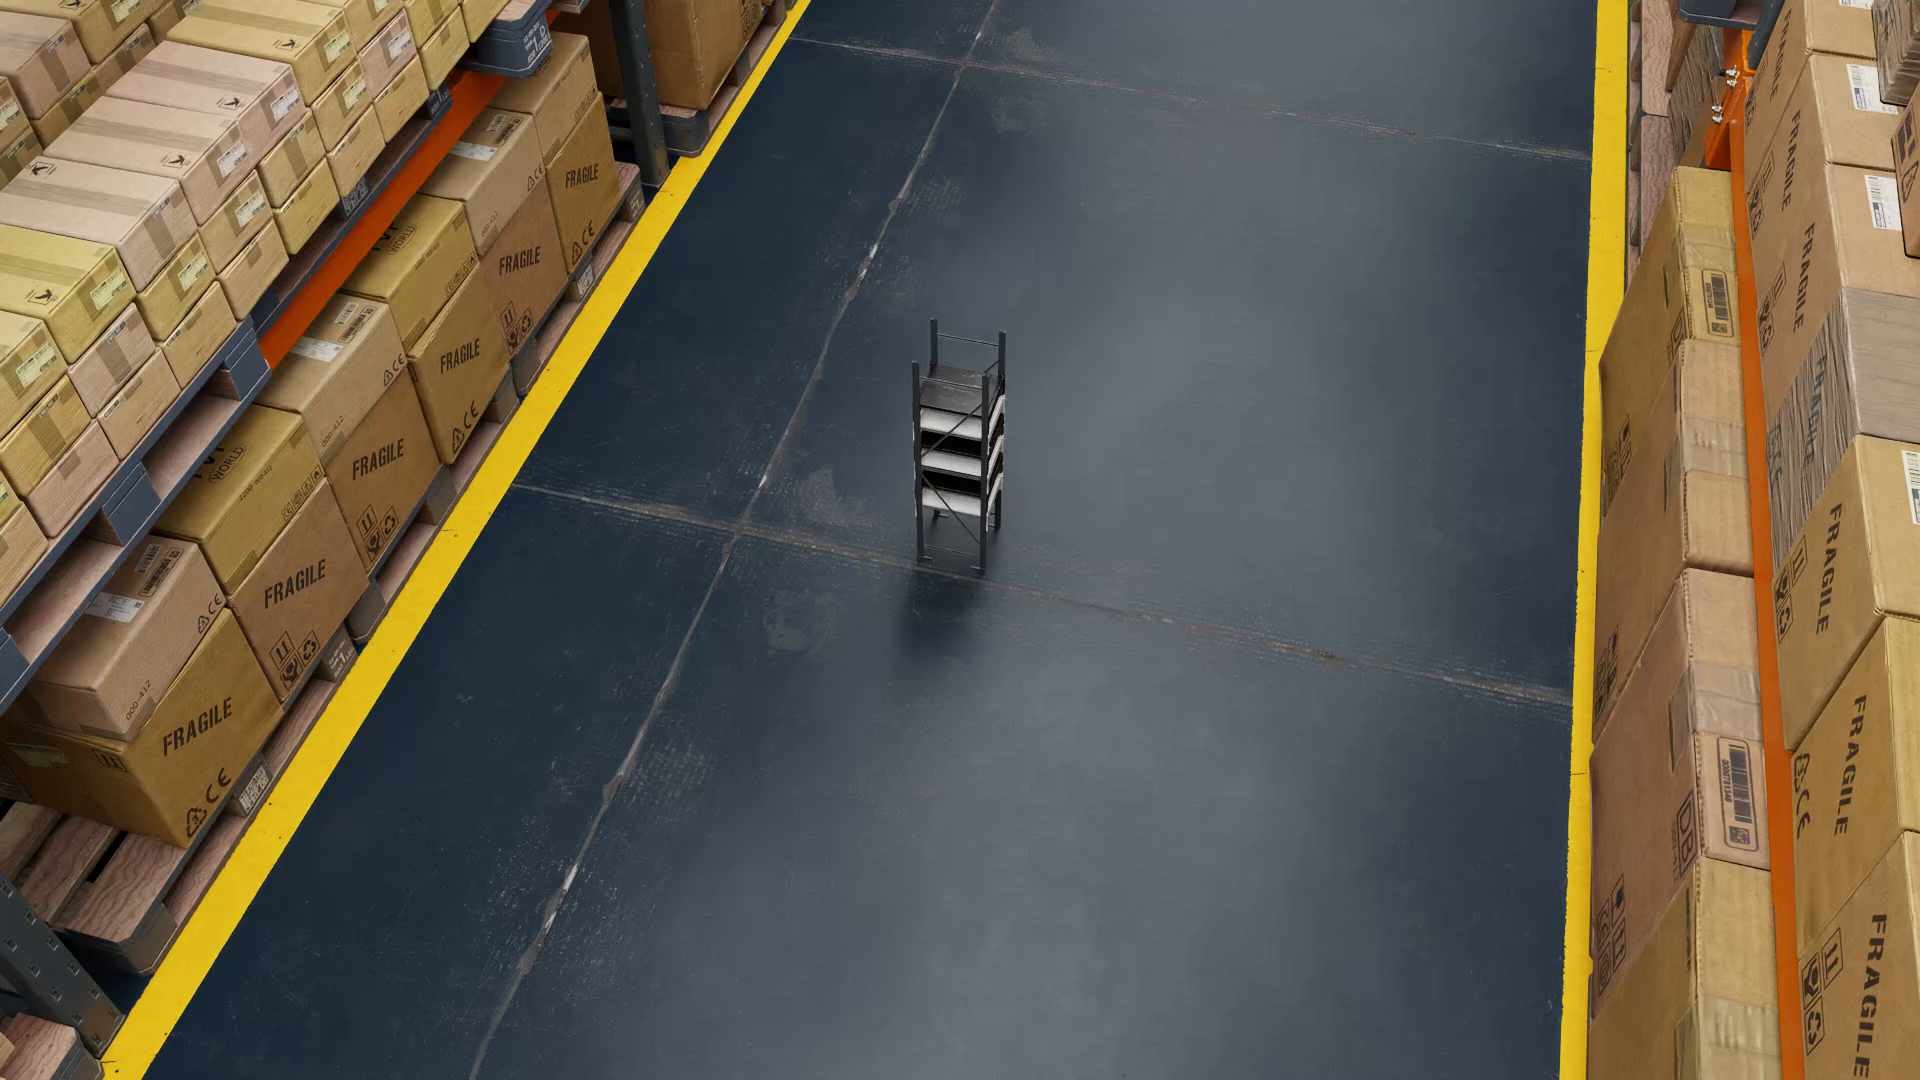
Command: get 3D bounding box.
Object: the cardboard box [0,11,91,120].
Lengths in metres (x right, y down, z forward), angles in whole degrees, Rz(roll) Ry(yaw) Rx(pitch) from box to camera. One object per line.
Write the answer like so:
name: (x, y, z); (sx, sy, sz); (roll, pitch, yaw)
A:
cardboard box: (-2.533, -1.252, 4.345); (0.380, 0.149, 0.250); (10, 49, 8)

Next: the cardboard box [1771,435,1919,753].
cardboard box: (2.092, 0.163, 3.539); (0.500, 0.500, 0.500); (11, 49, 10)

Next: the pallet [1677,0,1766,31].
pallet: (3.102, -2.042, 5.680); (1.213, 0.211, 1.003); (12, 50, 10)

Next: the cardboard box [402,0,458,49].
cardboard box: (-1.701, -1.583, 4.836); (0.380, 0.149, 0.250); (11, 50, 10)

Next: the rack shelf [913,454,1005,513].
rack shelf: (-0.002, -0.210, 5.500); (0.258, 0.077, 0.200); (12, 50, 10)

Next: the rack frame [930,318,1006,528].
rack frame: (0.025, -0.365, 5.472); (0.240, 0.900, 0.006); (12, 50, 10)

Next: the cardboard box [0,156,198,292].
cardboard box: (-2.041, -0.743, 3.895); (0.380, 0.149, 0.250); (11, 49, 10)

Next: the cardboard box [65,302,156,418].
cardboard box: (-2.113, -0.451, 3.836); (0.380, 0.149, 0.250); (13, 50, 11)

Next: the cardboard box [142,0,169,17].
cardboard box: (-2.394, -1.627, 4.676); (0.380, 0.149, 0.250); (13, 50, 11)

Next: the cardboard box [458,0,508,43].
cardboard box: (-1.631, -1.684, 5.123); (0.380, 0.149, 0.250); (11, 49, 10)

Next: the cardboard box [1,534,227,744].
cardboard box: (-2.345, 0.230, 4.433); (0.500, 0.250, 0.500); (10, 49, 8)

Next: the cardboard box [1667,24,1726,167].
cardboard box: (3.308, -1.780, 6.694); (0.700, 0.500, 0.500); (8, 49, 7)

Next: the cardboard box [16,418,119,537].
cardboard box: (-2.179, -0.180, 3.795); (0.380, 0.149, 0.250); (12, 50, 11)

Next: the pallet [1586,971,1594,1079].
pallet: (2.095, 1.674, 4.132); (1.003, 0.211, 1.213); (12, 50, 10)

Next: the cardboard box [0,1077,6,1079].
cardboard box: (-2.569, 1.427, 4.111); (0.380, 0.149, 0.250); (12, 50, 11)

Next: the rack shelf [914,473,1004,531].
rack shelf: (-0.002, -0.151, 5.567); (0.258, 0.077, 0.200); (12, 50, 10)

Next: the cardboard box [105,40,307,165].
cardboard box: (-1.907, -1.110, 4.220); (0.380, 0.149, 0.250); (13, 50, 11)

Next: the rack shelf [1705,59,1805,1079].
rack shelf: (2.491, 0.115, 4.127); (1.077, 0.370, 4.000); (12, 50, 10)

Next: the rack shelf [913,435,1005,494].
rack shelf: (-0.002, -0.270, 5.432); (0.258, 0.077, 0.200); (12, 50, 10)

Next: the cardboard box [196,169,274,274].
cardboard box: (-1.976, -0.835, 4.175); (0.380, 0.149, 0.250); (13, 50, 12)

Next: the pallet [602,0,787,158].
pallet: (-1.461, -2.254, 7.598); (1.003, 0.211, 1.213); (12, 50, 10)

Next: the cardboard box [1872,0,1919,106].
cardboard box: (2.809, -1.409, 4.257); (0.797, 0.503, 0.637); (13, 50, 11)

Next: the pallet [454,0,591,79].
pallet: (-1.826, -2.021, 5.661); (1.213, 0.211, 1.003); (12, 50, 10)

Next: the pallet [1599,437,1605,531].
pallet: (2.737, -0.091, 5.690); (1.003, 0.211, 1.213); (12, 50, 10)

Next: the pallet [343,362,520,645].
pallet: (-2.271, -0.254, 5.833); (1.003, 0.211, 1.213); (12, 50, 10)

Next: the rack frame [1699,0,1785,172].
rack frame: (3.017, -1.569, 5.134); (1.000, 3.000, 0.127); (12, 50, 10)

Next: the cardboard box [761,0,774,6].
cardboard box: (-1.267, -3.071, 7.680); (1.050, 0.750, 0.750); (12, 50, 11)

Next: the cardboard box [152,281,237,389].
cardboard box: (-2.043, -0.541, 4.114); (0.380, 0.149, 0.250); (12, 50, 10)

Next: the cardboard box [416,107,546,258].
cardboard box: (-1.791, -1.267, 5.755); (0.500, 0.250, 0.500); (12, 50, 11)

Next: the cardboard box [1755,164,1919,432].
cardboard box: (2.362, -0.560, 4.177); (0.500, 0.500, 0.500); (11, 49, 9)

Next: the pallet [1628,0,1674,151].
pallet: (3.547, -2.091, 7.455); (1.003, 0.211, 1.213); (12, 50, 10)

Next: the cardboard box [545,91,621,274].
cardboard box: (-1.662, -1.405, 6.377); (0.500, 0.500, 0.500); (11, 50, 10)

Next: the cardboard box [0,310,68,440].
cardboard box: (-2.179, -0.378, 3.573); (0.380, 0.149, 0.250); (13, 50, 11)

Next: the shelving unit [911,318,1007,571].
shelving unit: (-0.002, -0.292, 5.407); (0.258, 0.900, 0.210); (12, 50, 10)

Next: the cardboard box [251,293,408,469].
cardboard box: (-2.068, -0.524, 5.099); (0.500, 0.250, 0.500); (13, 50, 11)

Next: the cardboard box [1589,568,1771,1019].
cardboard box: (2.348, 0.775, 4.203); (1.225, 0.875, 0.875); (10, 49, 9)

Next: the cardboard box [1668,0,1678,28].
cardboard box: (3.597, -2.595, 7.413); (0.700, 0.500, 0.500); (8, 49, 7)

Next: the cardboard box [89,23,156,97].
cardboard box: (-2.467, -1.338, 4.619); (0.380, 0.149, 0.250); (13, 50, 11)

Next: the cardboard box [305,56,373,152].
cardboard box: (-1.837, -1.208, 4.505); (0.380, 0.149, 0.250); (11, 49, 9)

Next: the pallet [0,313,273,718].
pallet: (-2.453, -0.188, 4.044); (1.003, 0.211, 1.213); (12, 50, 10)

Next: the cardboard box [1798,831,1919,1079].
cardboard box: (1.824, 0.899, 2.889); (0.500, 0.500, 0.500); (12, 50, 10)

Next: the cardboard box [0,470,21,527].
cardboard box: (-2.247, -0.076, 3.506); (0.380, 0.149, 0.250); (12, 50, 11)

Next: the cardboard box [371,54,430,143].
cardboard box: (-1.770, -1.303, 4.787); (0.380, 0.149, 0.250); (13, 50, 11)

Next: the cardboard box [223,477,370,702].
cardboard box: (-2.206, 0.095, 5.052); (0.500, 0.500, 0.500); (14, 50, 12)

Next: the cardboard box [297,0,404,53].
cardboard box: (-1.770, -1.494, 4.559); (0.380, 0.149, 0.250); (14, 50, 12)

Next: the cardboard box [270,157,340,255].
cardboard box: (-1.908, -0.923, 4.452); (0.380, 0.149, 0.250); (11, 49, 9)

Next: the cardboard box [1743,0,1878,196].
cardboard box: (2.627, -1.304, 4.834); (0.500, 0.500, 0.500); (13, 50, 11)

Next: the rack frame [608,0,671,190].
rack frame: (-1.741, -2.621, 6.063); (1.000, 3.000, 0.127); (12, 50, 10)

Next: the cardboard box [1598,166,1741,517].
cardboard box: (2.816, -0.510, 5.337); (1.225, 0.875, 0.875); (9, 49, 8)

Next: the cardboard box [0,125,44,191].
cardboard box: (-2.606, -0.965, 4.290); (0.380, 0.149, 0.250); (9, 49, 8)

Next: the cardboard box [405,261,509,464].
cardboard box: (-1.926, -0.645, 5.706); (0.500, 0.500, 0.500); (10, 49, 8)
